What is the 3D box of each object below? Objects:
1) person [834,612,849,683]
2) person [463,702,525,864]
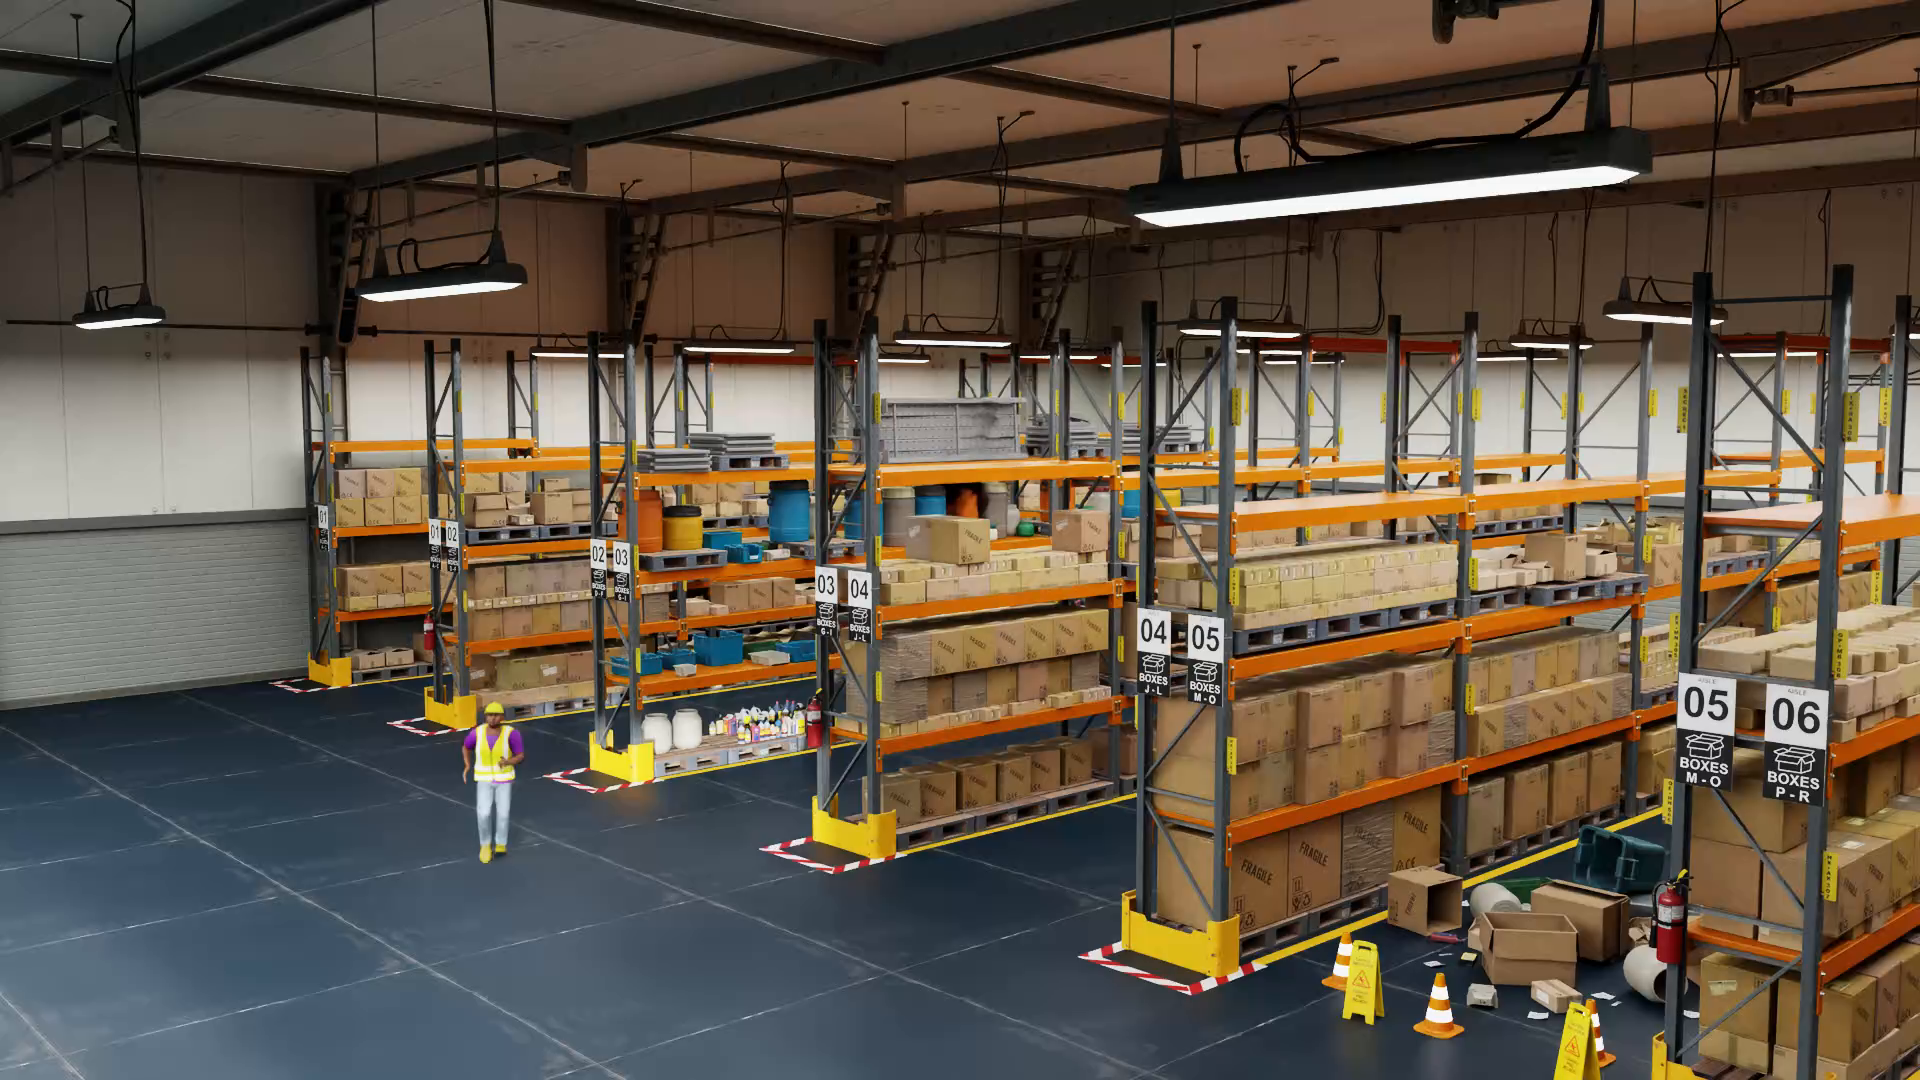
[{"bbox_3d":[-2.009,1.536,28.087,0.720,1.743,0.569,4,6,38],"label":"person"},{"bbox_3d":[-5.142,2.676,18.354,0.677,1.782,0.710,-1,5,-14],"label":"person"}]
